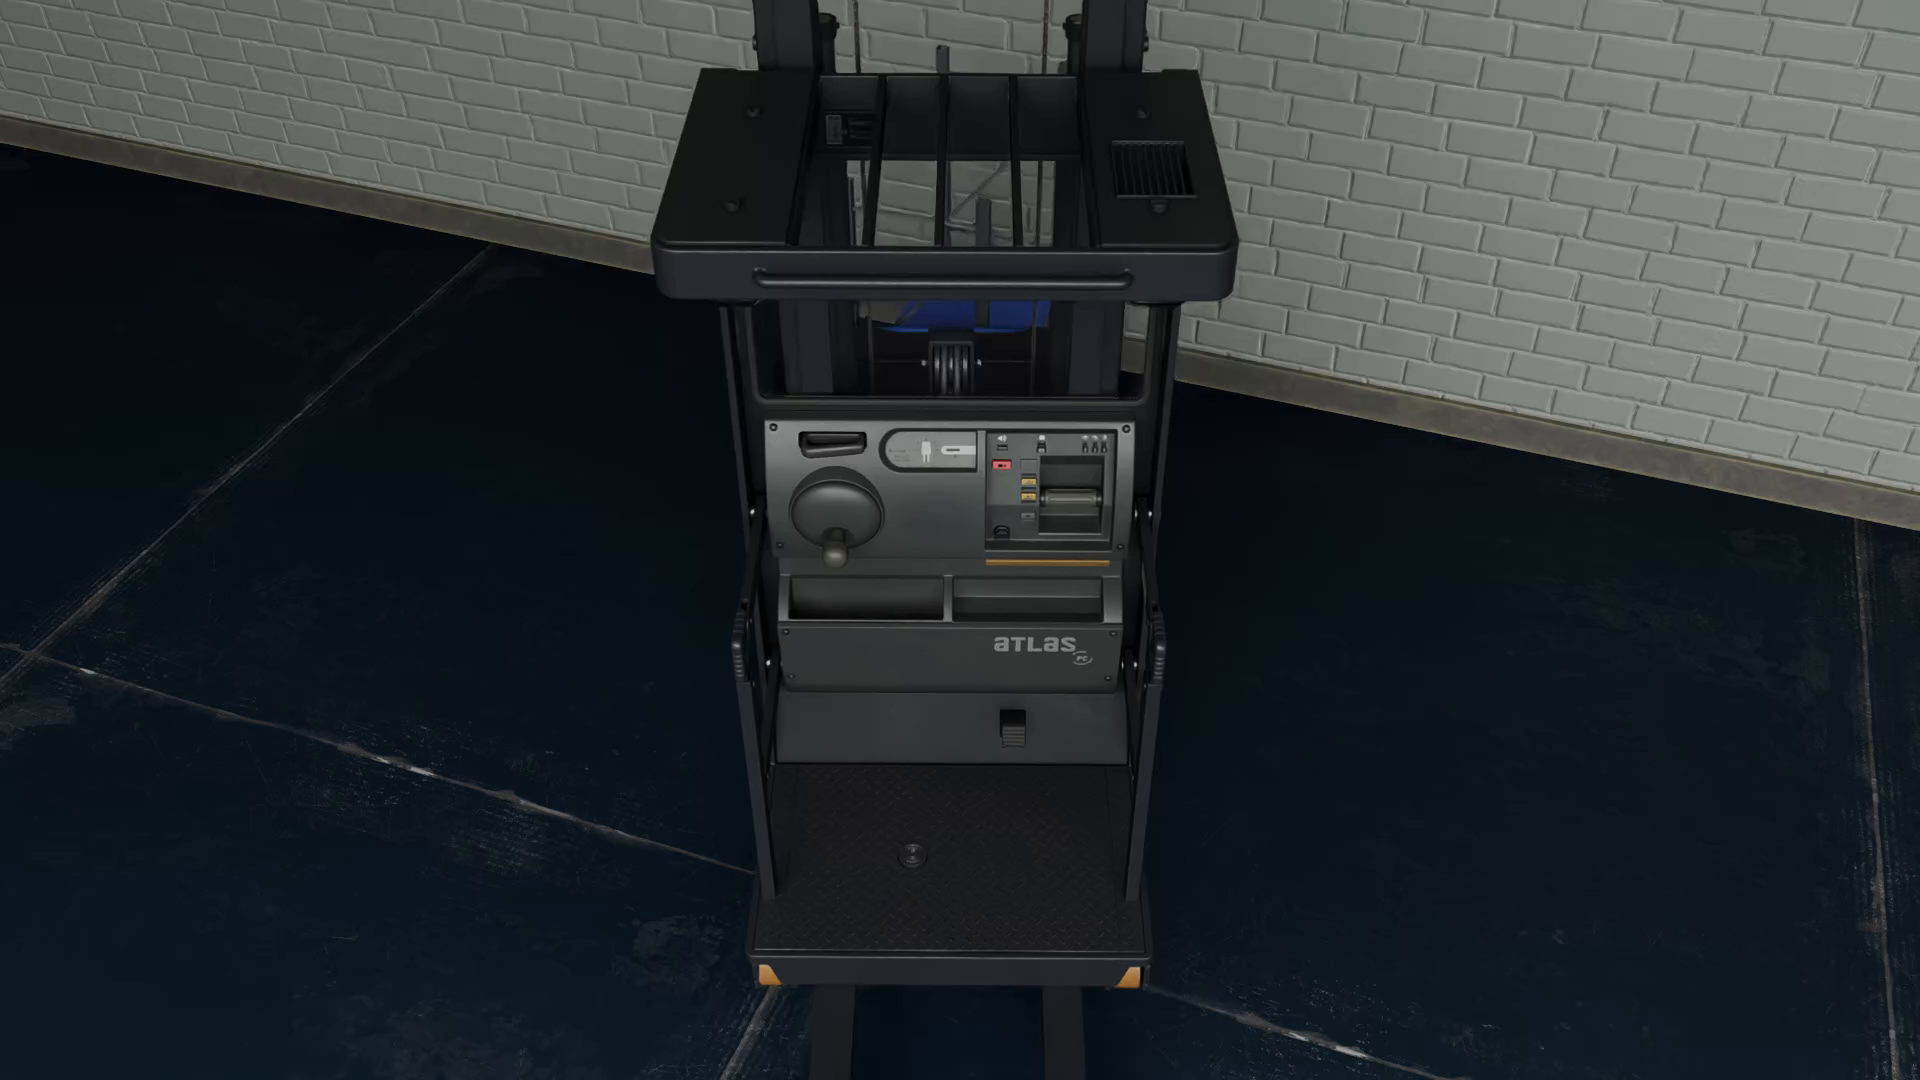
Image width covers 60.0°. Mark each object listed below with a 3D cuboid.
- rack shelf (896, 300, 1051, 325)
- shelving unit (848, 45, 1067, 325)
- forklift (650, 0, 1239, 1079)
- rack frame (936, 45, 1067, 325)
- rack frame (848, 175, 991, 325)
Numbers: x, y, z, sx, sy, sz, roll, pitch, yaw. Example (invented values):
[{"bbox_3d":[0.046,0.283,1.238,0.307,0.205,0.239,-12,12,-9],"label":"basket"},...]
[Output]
[{"bbox_3d":[0.005,-0.721,6.217,0.538,0.185,1.000,11,42,13],"label":"rack shelf"},{"bbox_3d":[0.005,-0.858,6.100,0.538,1.500,1.048,11,42,13],"label":"shelving unit"},{"bbox_3d":[-0.025,-0.046,4.046,1.130,2.935,3.031,0,40,0],"label":"forklift"},{"bbox_3d":[0.156,-1.173,6.469,0.500,1.500,0.032,11,42,13],"label":"rack frame"},{"bbox_3d":[-0.145,-0.543,5.730,0.500,1.500,0.032,11,42,13],"label":"rack frame"}]
